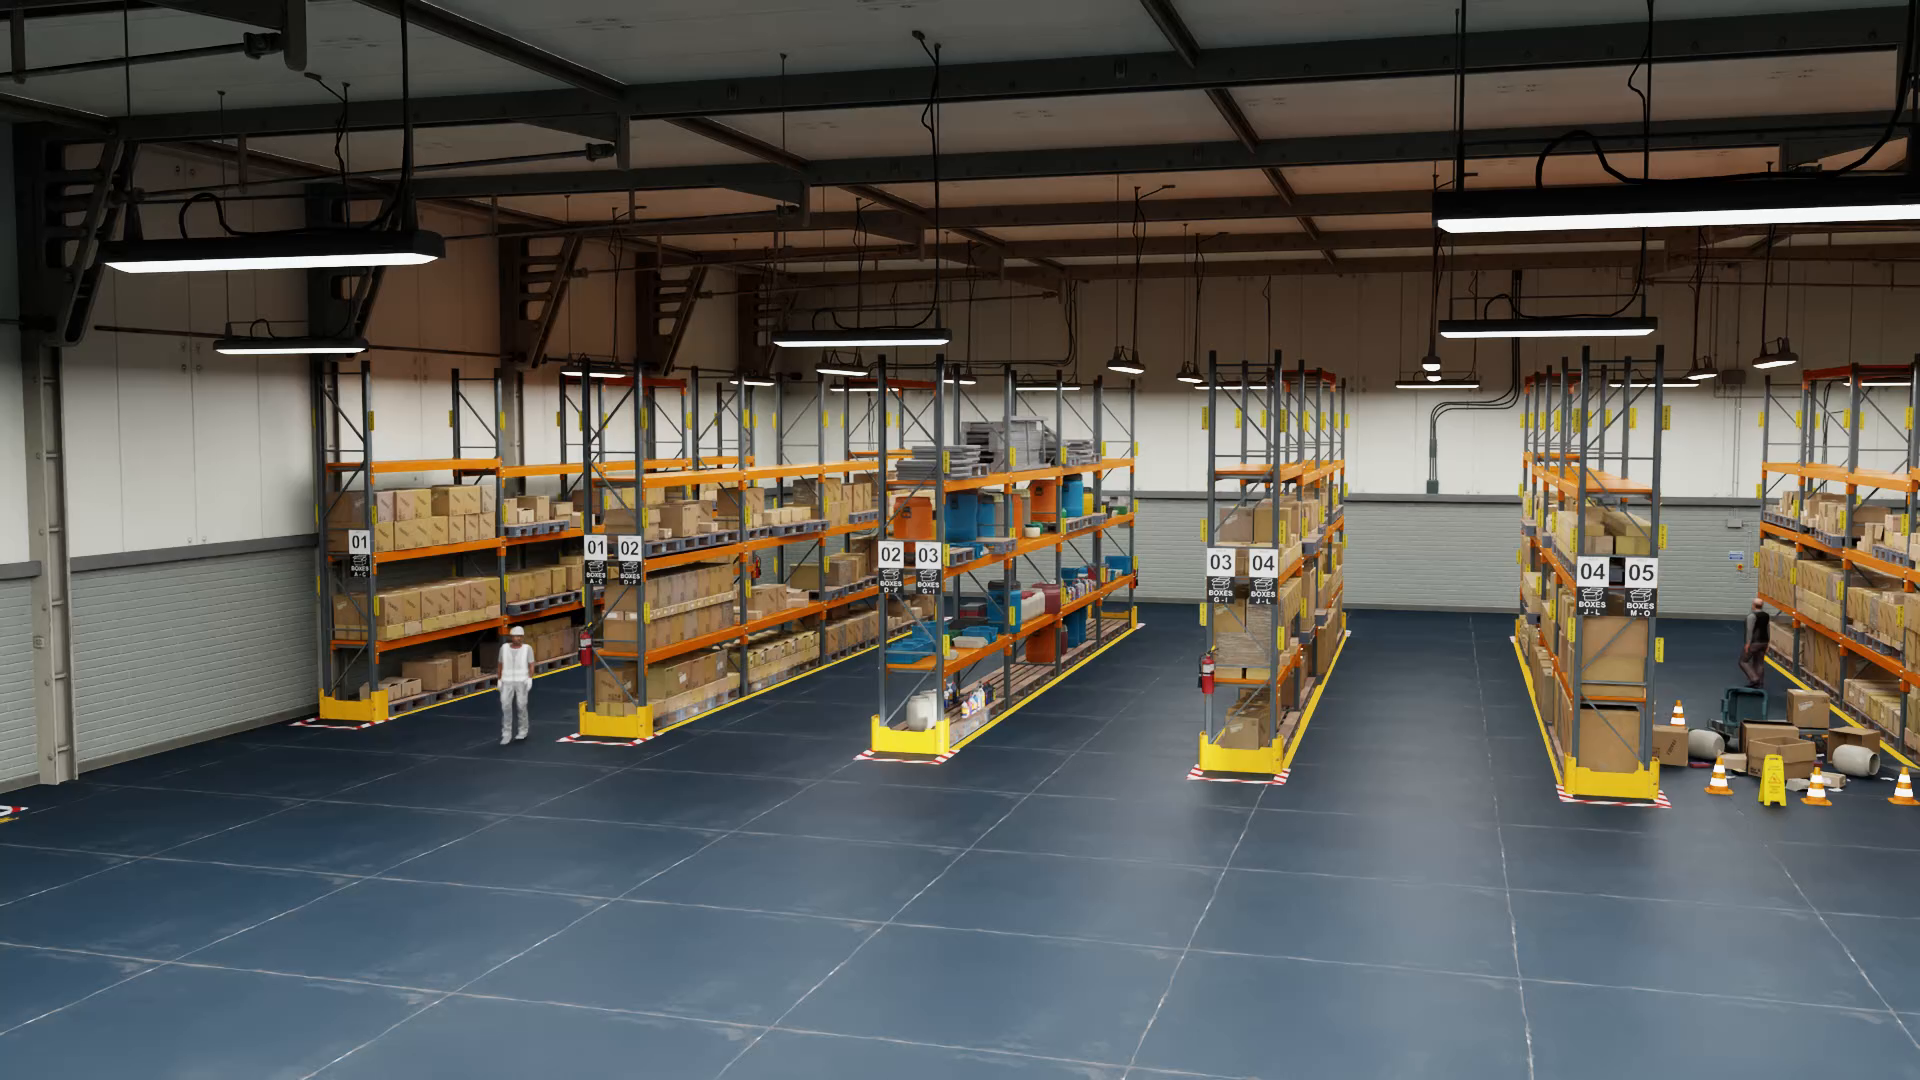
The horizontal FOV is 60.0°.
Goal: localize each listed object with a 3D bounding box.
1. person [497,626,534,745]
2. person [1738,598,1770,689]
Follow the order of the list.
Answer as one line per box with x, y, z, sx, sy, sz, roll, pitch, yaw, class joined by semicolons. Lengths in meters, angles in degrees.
-6.959;2.275;25.997;0.582;1.827;0.622;-1;4;-9;person
14.783;1.942;30.834;0.573;1.719;0.457;-2;4;-21;person
